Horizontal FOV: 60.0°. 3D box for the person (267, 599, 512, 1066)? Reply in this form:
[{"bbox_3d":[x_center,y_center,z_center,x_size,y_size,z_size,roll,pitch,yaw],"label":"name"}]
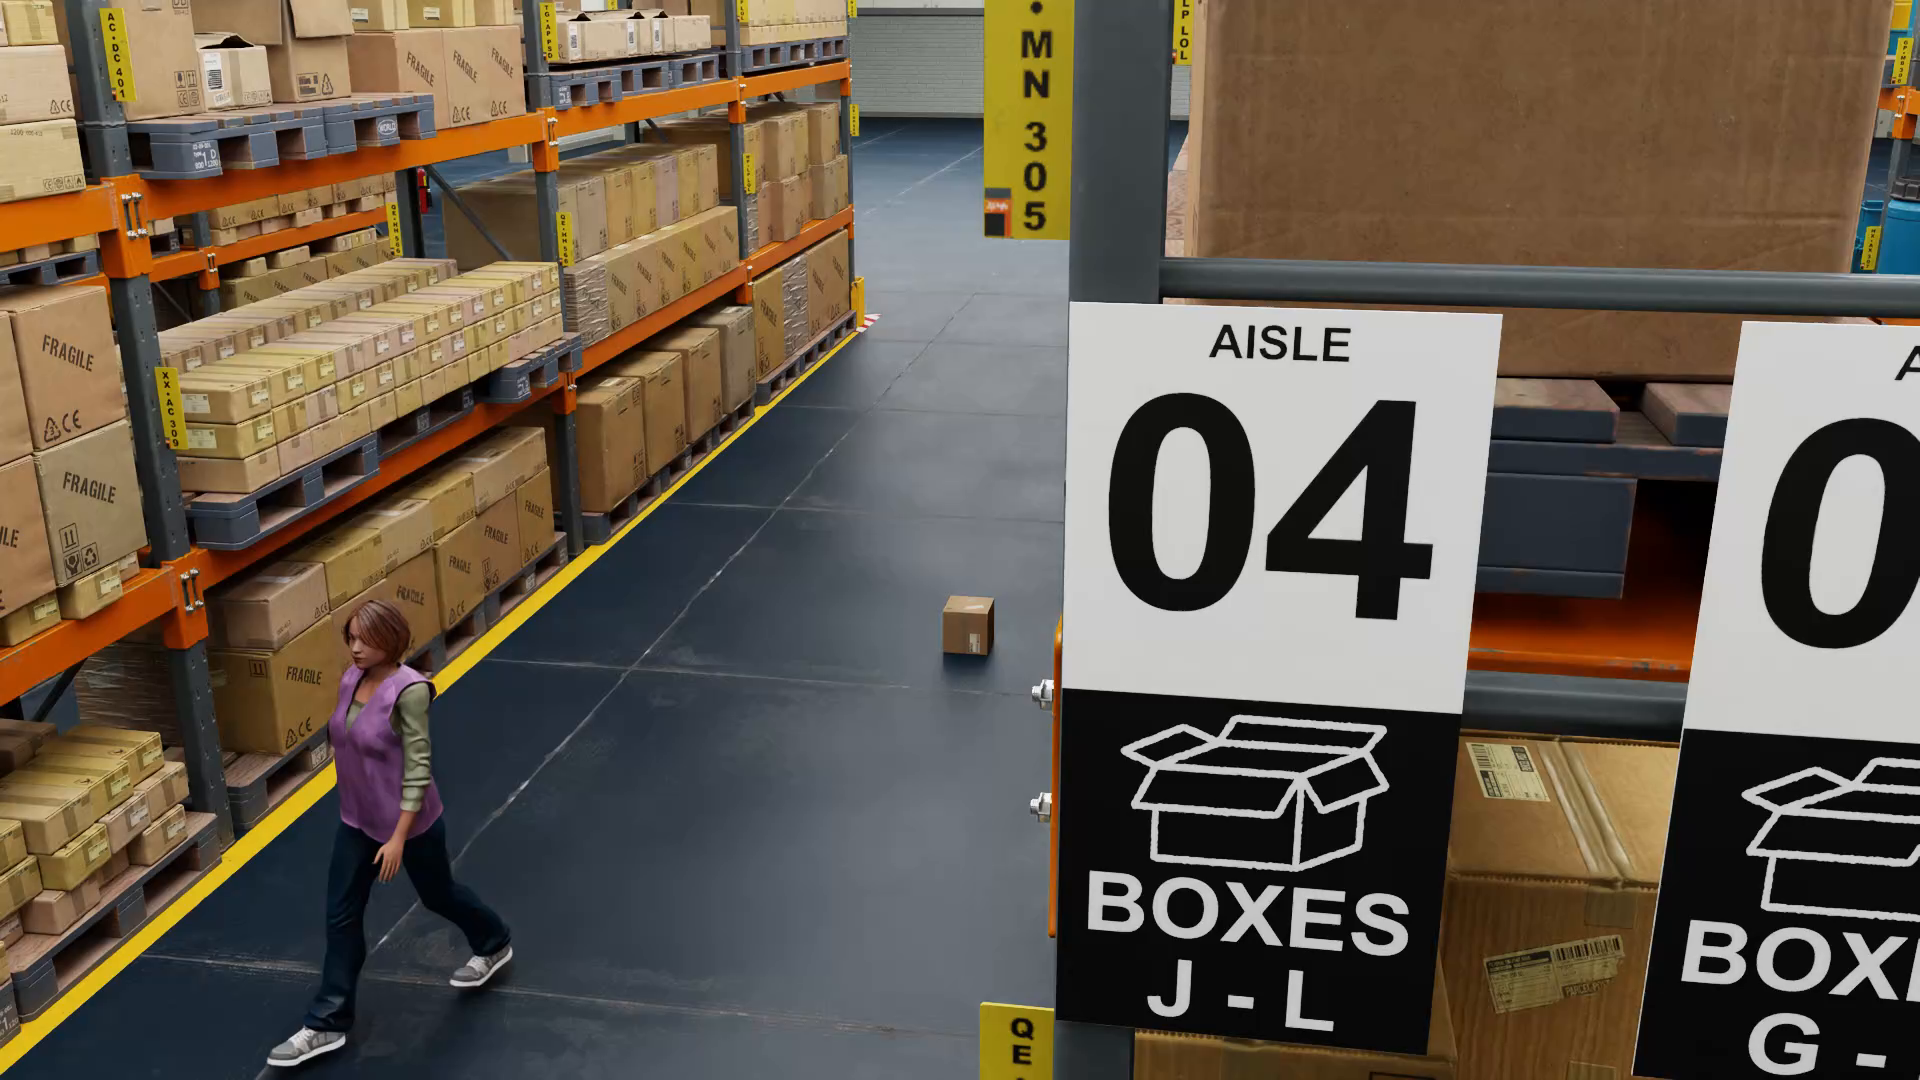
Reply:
[{"bbox_3d":[-1.963,0.955,5.641,0.449,1.538,0.927,10,21,29],"label":"person"}]
